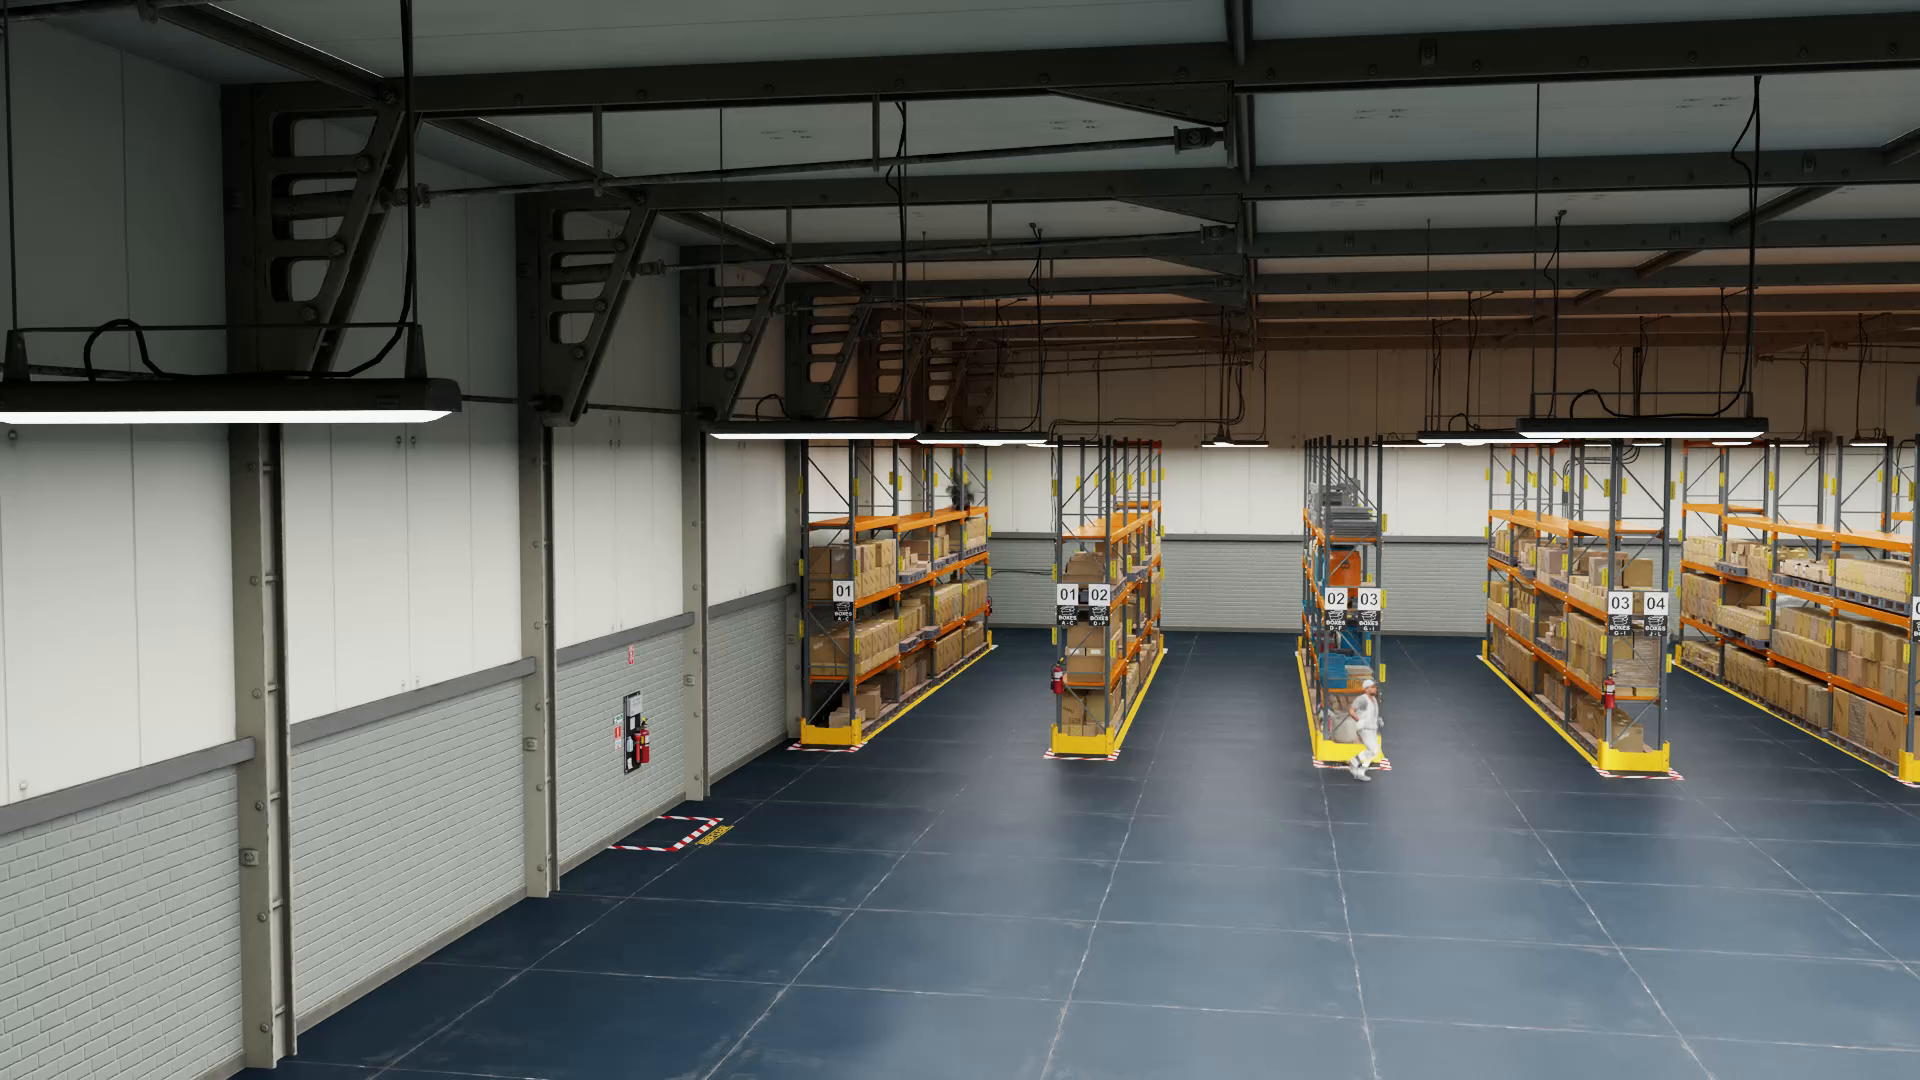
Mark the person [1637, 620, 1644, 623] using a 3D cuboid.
[{"bbox_3d":[18.046,2.520,44.609,0.581,1.611,0.698,1,3,18],"label":"person"}]

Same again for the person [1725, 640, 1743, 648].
[{"bbox_3d":[21.286,2.391,45.612,0.542,1.731,0.672,1,3,19],"label":"person"}]

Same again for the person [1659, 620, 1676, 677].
[{"bbox_3d":[17.393,2.622,41.224,0.644,1.843,0.762,1,3,15],"label":"person"}]

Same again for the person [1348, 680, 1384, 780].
[{"bbox_3d":[7.077,3.290,28.858,0.538,1.735,0.690,3,4,44],"label":"person"}]
